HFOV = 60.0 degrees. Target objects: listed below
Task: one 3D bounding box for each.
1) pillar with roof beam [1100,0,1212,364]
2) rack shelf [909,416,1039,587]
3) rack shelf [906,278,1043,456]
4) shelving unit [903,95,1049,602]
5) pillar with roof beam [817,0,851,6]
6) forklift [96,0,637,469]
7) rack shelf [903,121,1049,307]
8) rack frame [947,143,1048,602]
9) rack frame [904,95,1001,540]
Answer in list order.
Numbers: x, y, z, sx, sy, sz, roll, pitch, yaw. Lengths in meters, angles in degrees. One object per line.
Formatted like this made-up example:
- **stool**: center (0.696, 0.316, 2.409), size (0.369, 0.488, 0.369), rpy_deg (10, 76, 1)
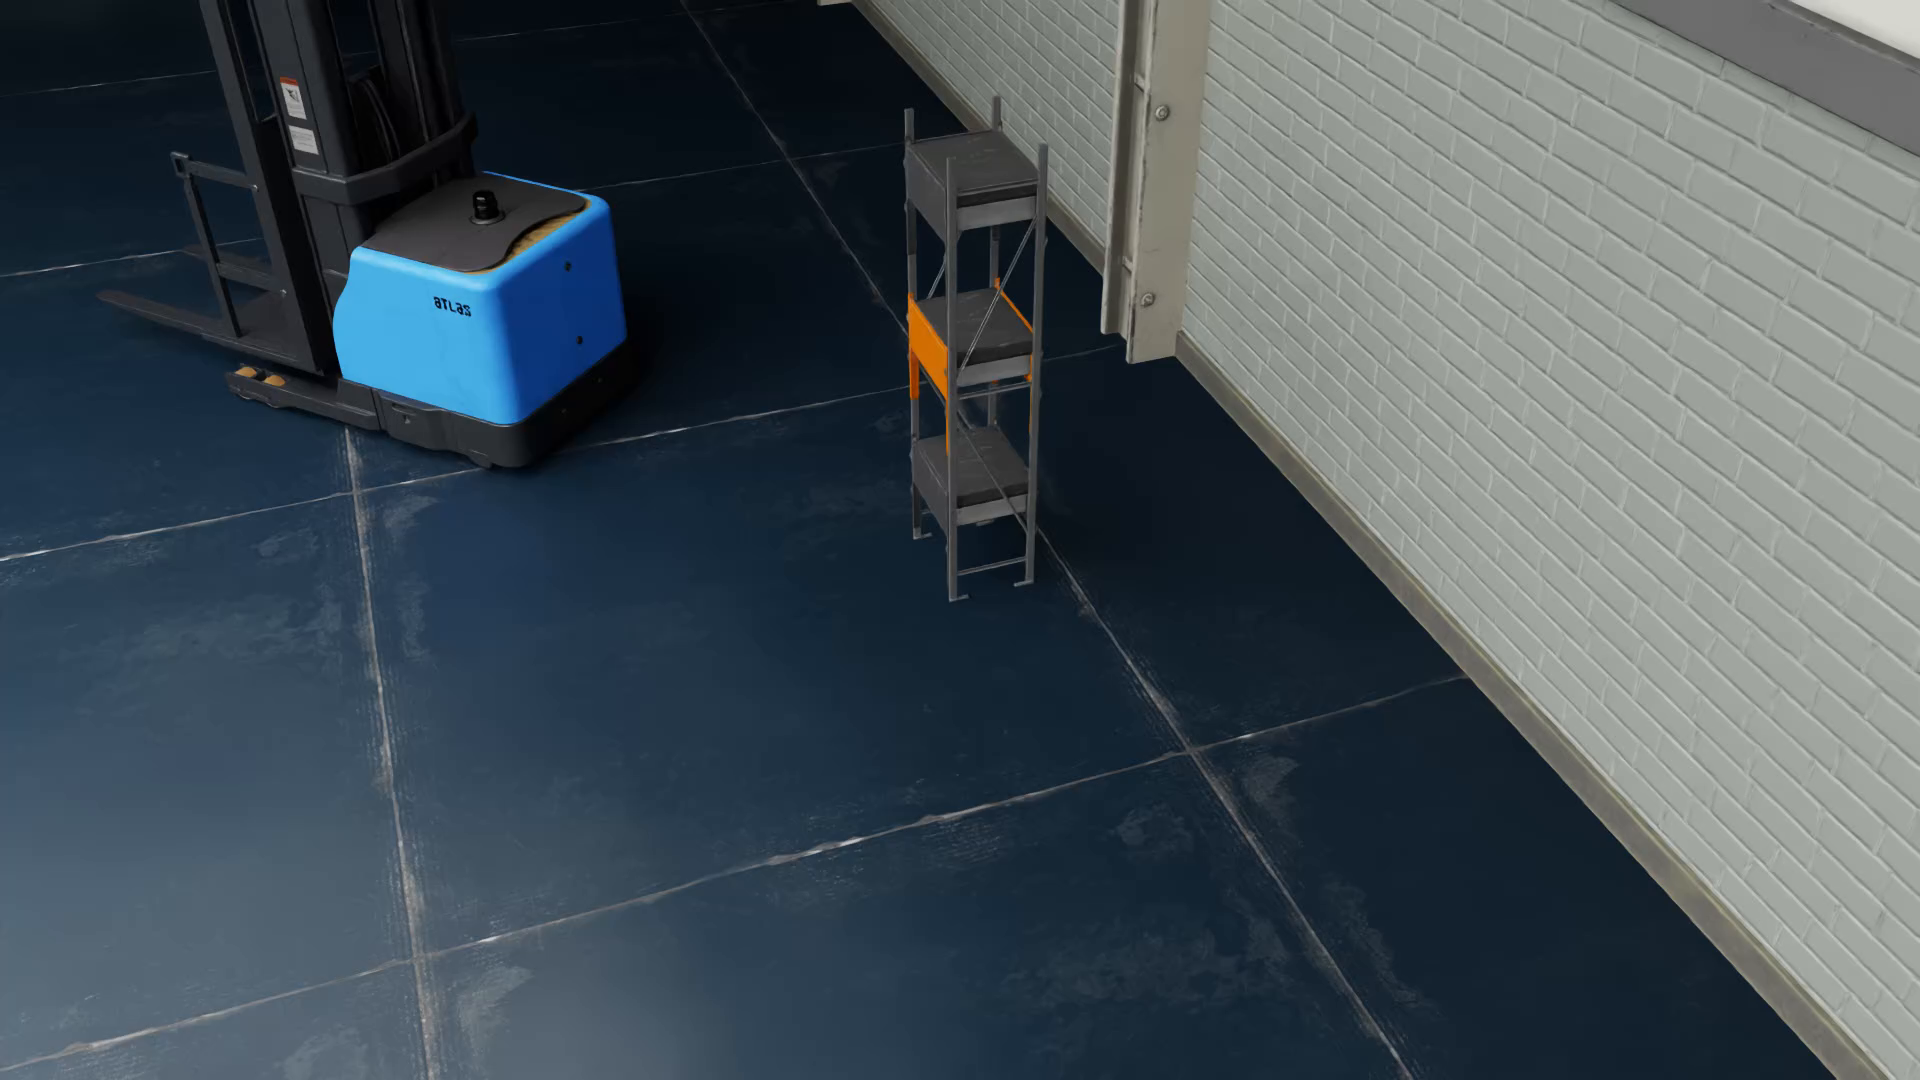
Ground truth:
- **pillar with roof beam**: center (-3.047, -3.800, 5.315), size (9.100, 9.000, 0.400), rpy_deg (-12, 39, -16)
- **rack shelf**: center (0.057, -0.175, 7.423), size (0.431, 0.518, 0.480), rpy_deg (-12, 39, -16)
- **rack shelf**: center (0.057, -0.734, 7.002), size (0.431, 0.518, 0.480), rpy_deg (-12, 39, -16)
- **shelving unit**: center (0.057, -0.745, 6.994), size (0.431, 2.100, 0.503), rpy_deg (-12, 39, -16)
- **pillar with roof beam**: center (-5.112, -7.189, 9.815), size (9.100, 9.000, 0.400), rpy_deg (-12, 39, -16)
- **forklift**: center (-3.265, -2.126, 8.136), size (3.031, 2.935, 1.130), rpy_deg (16, 40, 20)
- **rack shelf**: center (0.057, -1.293, 6.581), size (0.431, 0.518, 0.480), rpy_deg (-12, 39, -16)
- **rack frame**: center (0.141, -0.607, 6.811), size (0.400, 2.100, 0.015), rpy_deg (-12, 39, -16)
- **rack frame**: center (-0.027, -0.883, 7.177), size (0.400, 2.100, 0.015), rpy_deg (-12, 39, -16)
